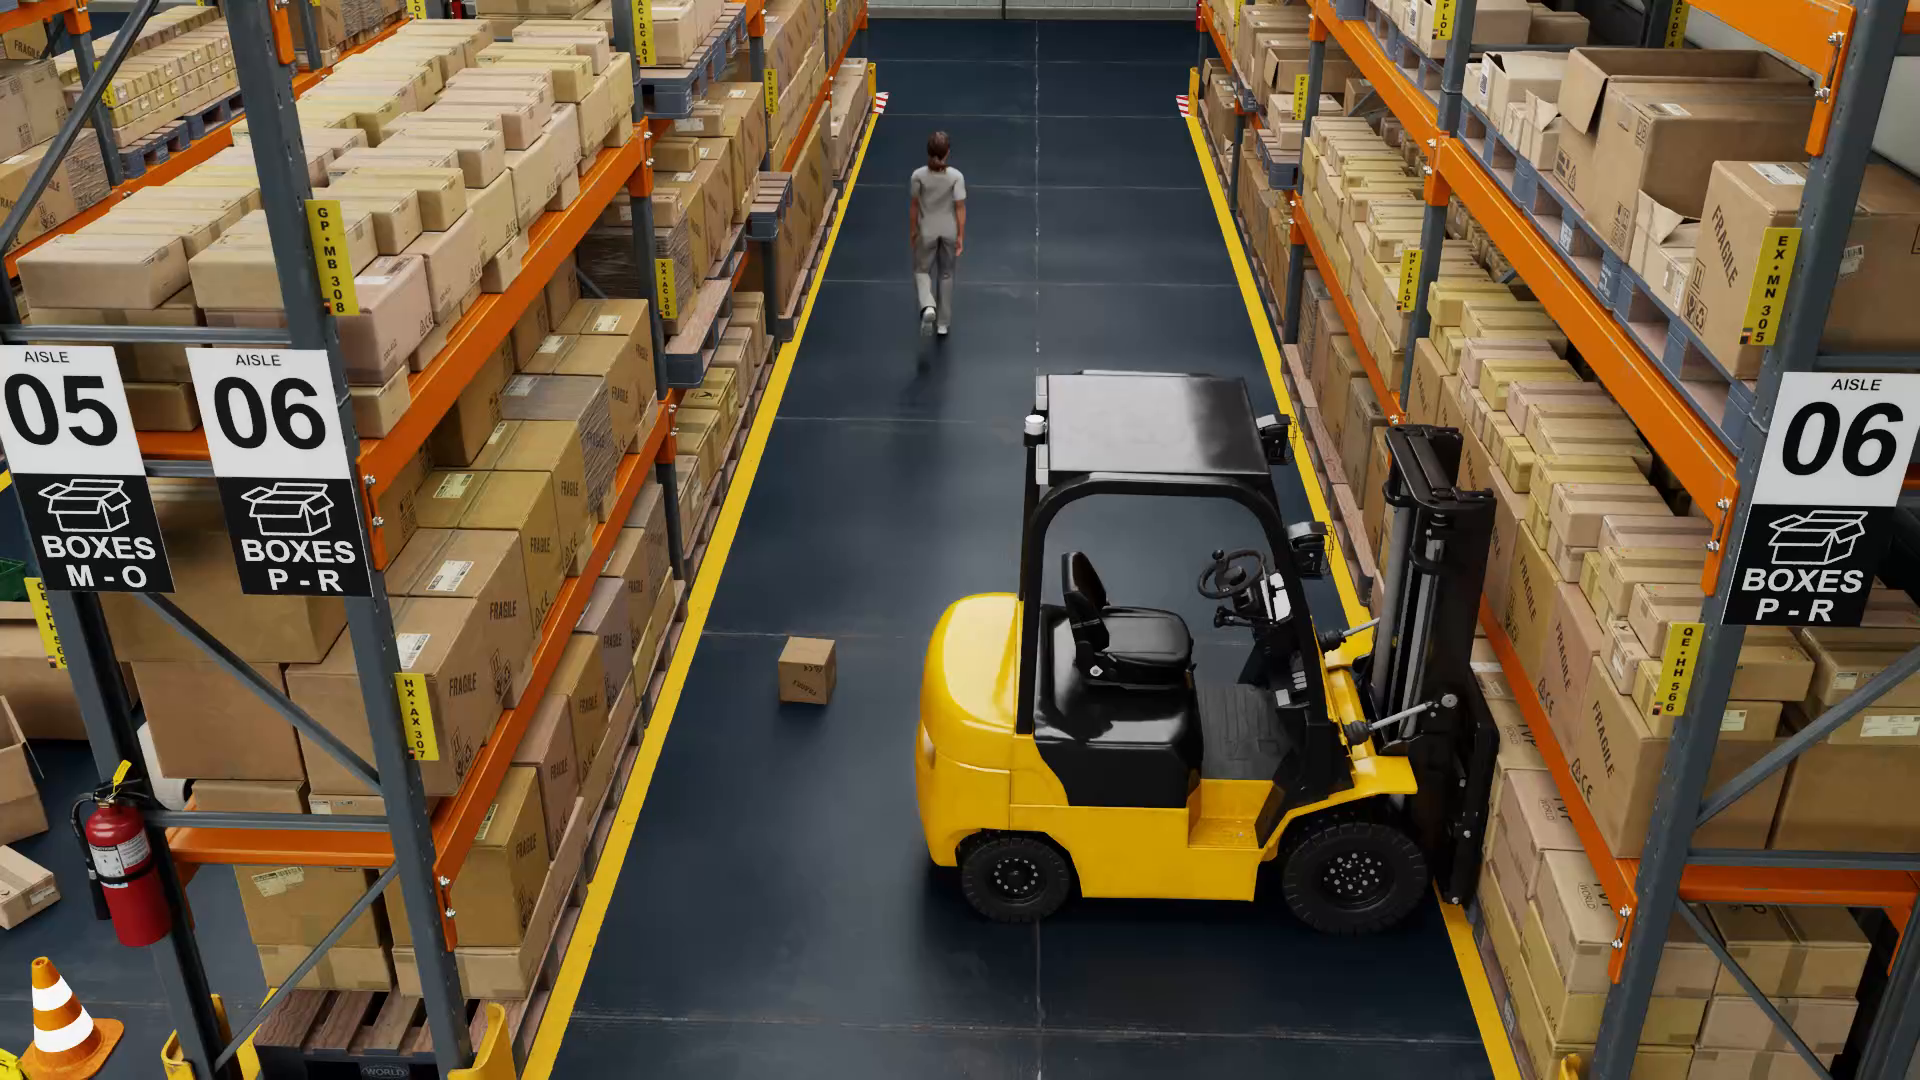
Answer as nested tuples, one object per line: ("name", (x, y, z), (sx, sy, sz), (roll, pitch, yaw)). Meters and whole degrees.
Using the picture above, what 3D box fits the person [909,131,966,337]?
("person", (-0.174, -2.376, 13.041), (0.445, 1.653, 0.667), (-2, 28, -3))
